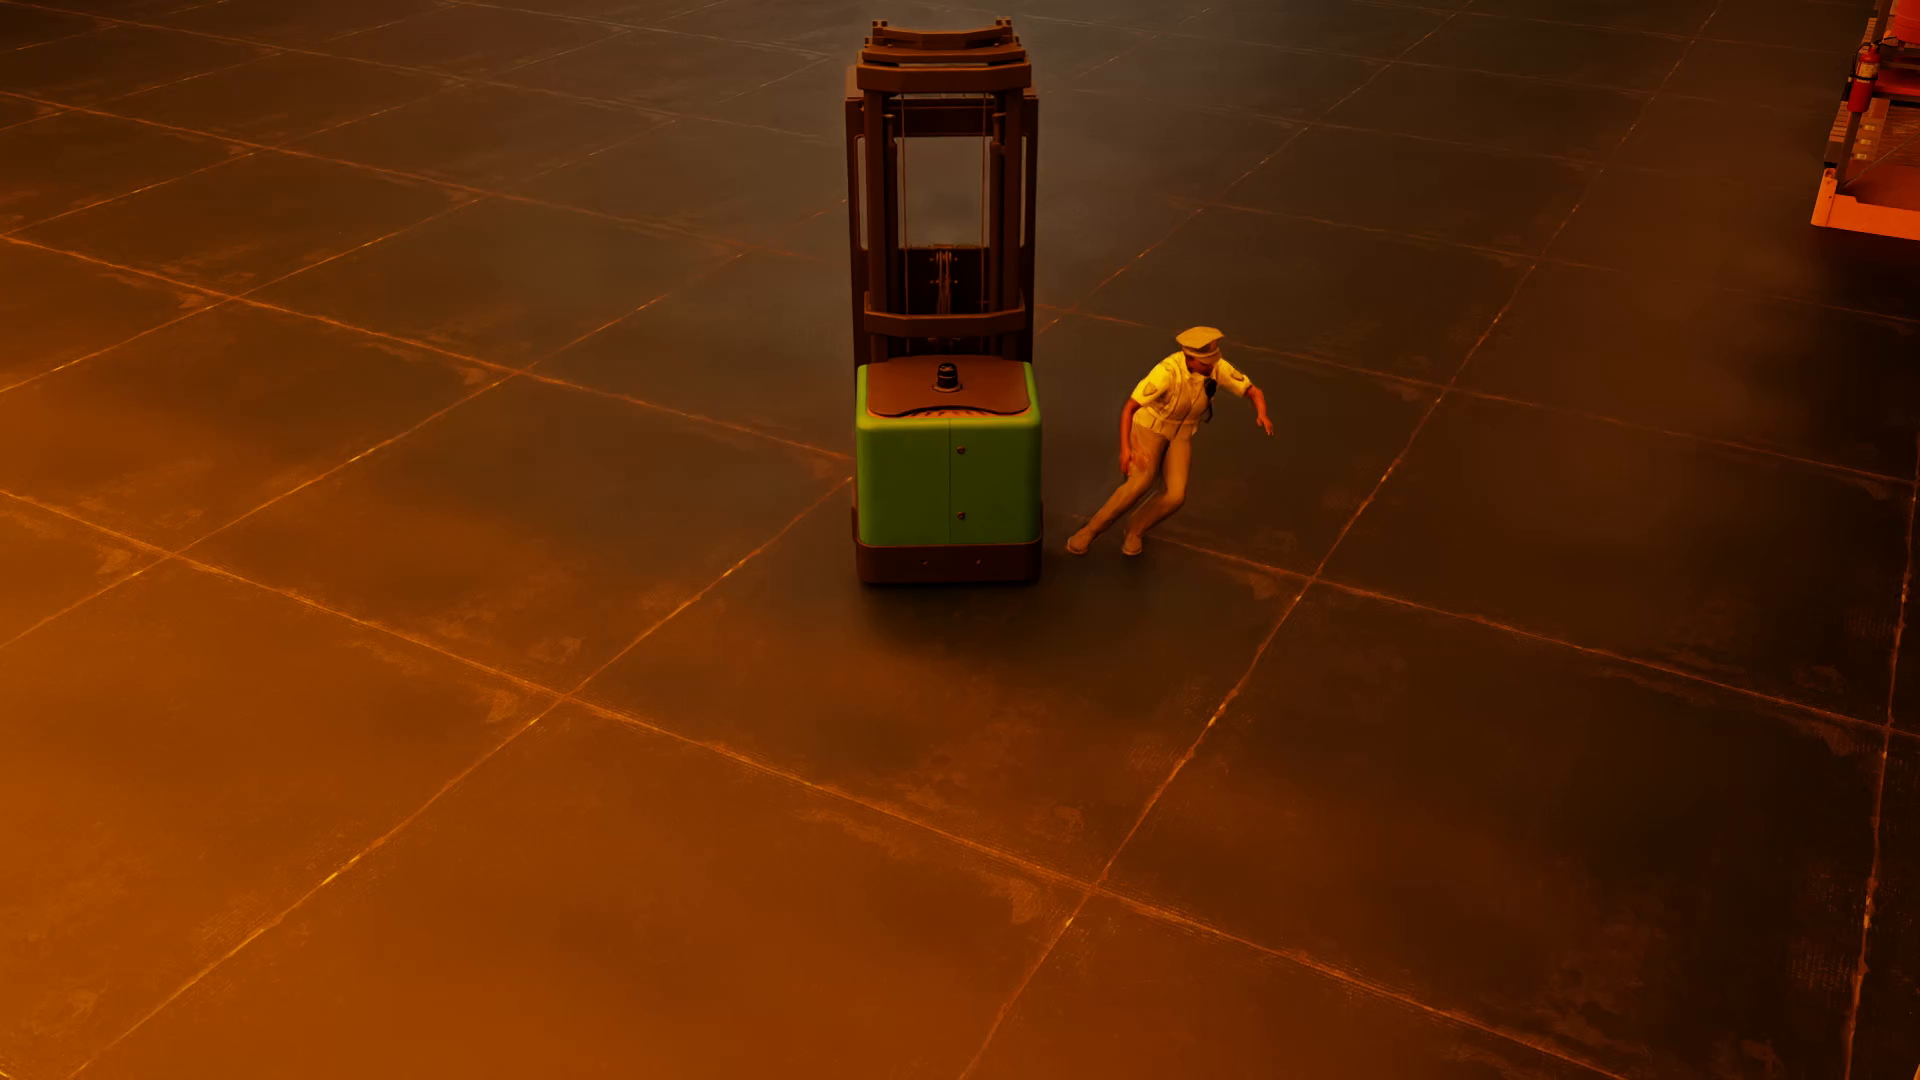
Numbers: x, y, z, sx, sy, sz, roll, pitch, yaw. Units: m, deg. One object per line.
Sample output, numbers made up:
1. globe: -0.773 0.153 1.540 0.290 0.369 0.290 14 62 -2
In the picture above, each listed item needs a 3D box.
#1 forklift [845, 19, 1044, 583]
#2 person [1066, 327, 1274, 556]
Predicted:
1. forklift: -0.114 -1.725 10.059 1.130 2.935 3.031 -1 30 -2
2. person: 1.177 -0.498 9.468 1.095 1.422 0.898 -12 32 -20
